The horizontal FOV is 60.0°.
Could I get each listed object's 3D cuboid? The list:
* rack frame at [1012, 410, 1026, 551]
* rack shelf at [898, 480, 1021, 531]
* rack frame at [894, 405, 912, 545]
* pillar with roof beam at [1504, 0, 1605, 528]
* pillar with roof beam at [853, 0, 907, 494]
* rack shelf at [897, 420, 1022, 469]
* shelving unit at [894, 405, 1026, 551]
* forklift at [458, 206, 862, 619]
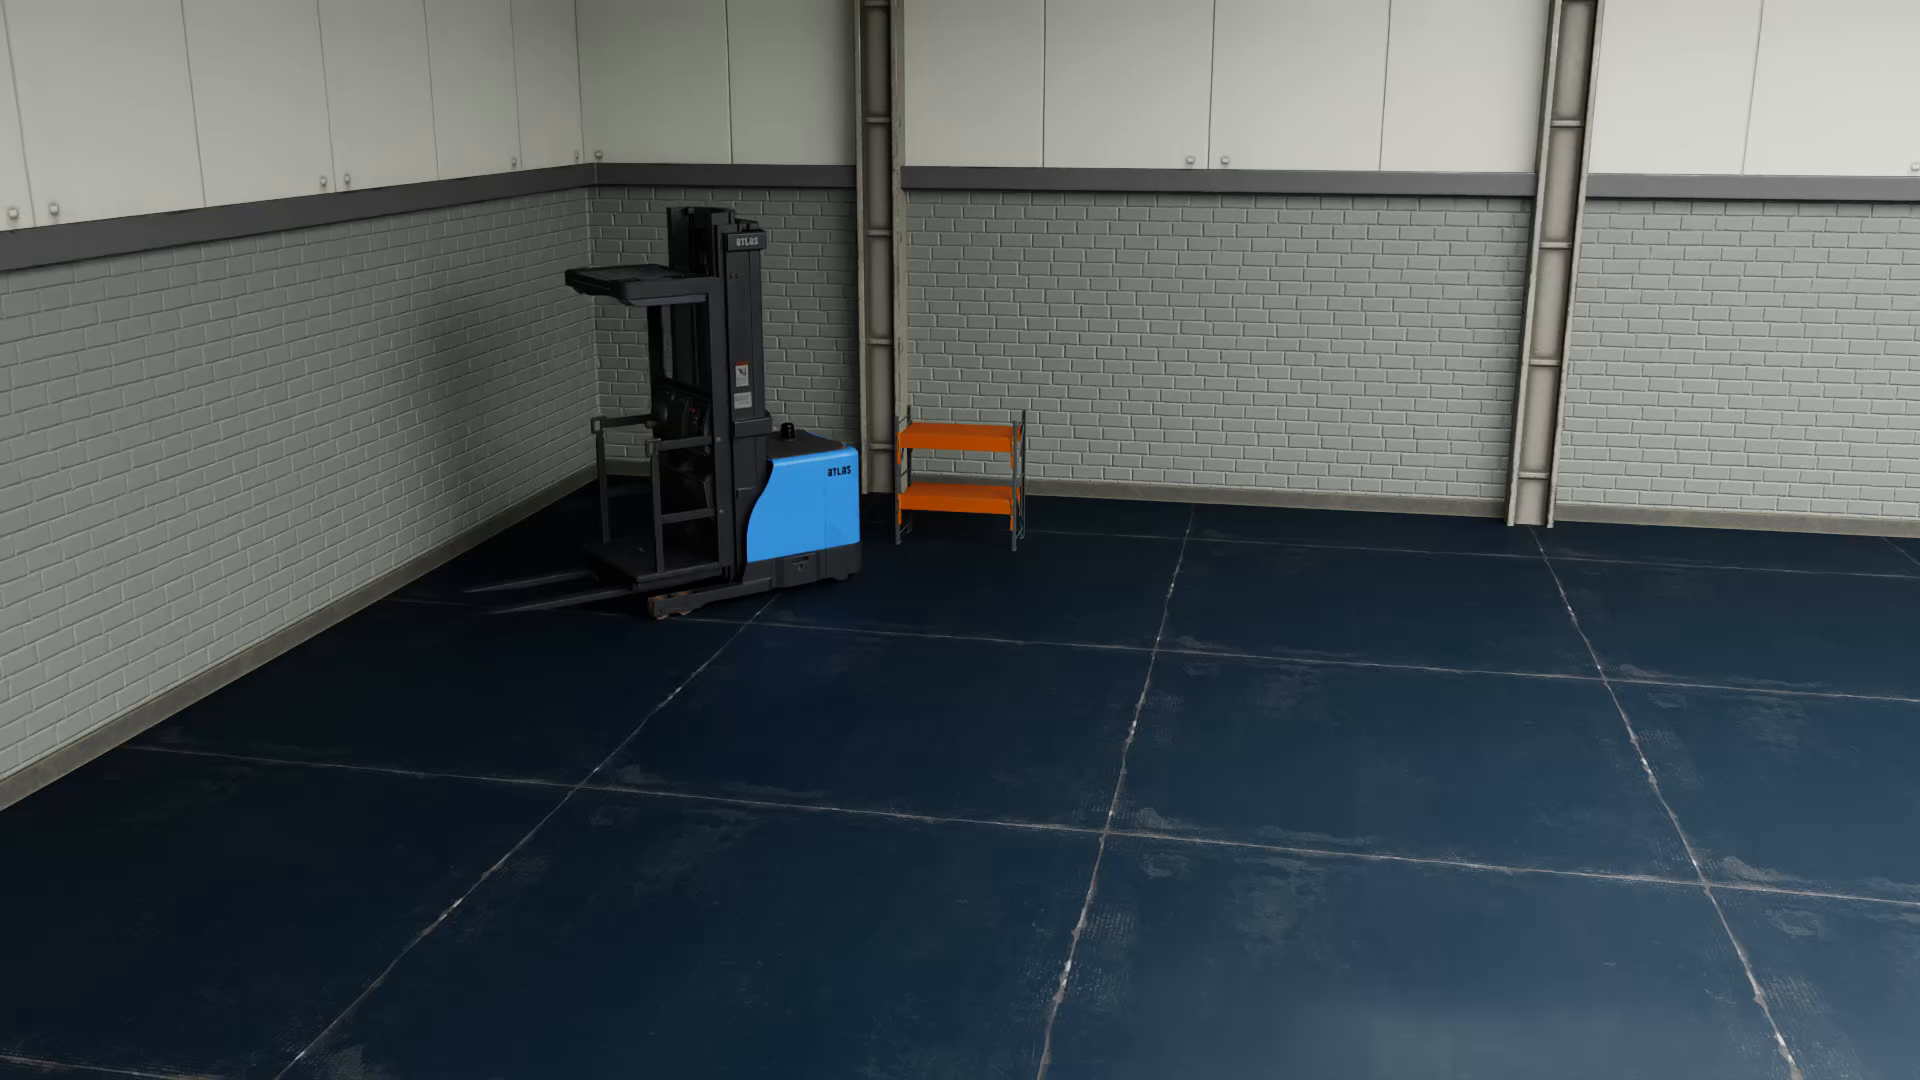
[{"bbox_3d":[0.505,-0.515,14.243,0.032,1.125,0.500,3,16,11],"label":"rack frame"},{"bbox_3d":[0.007,-0.306,14.406,1.000,0.278,0.538,3,16,11],"label":"rack shelf"},{"bbox_3d":[-0.492,-0.569,14.438,0.032,1.125,0.500,3,16,11],"label":"rack frame"},{"bbox_3d":[4.289,-3.370,9.802,0.400,9.000,9.100,3,16,11],"label":"pillar with roof beam"},{"bbox_3d":[-1.591,-3.689,10.954,0.400,9.000,9.100,3,16,11],"label":"pillar with roof beam"},{"bbox_3d":[0.007,-0.824,14.262,1.000,0.278,0.538,3,16,11],"label":"rack shelf"},{"bbox_3d":[0.007,-0.542,14.341,1.048,1.125,0.538,3,16,11],"label":"shelving unit"},{"bbox_3d":[-2.288,-0.982,12.547,3.031,2.935,1.130,-11,19,-33],"label":"forklift"}]
